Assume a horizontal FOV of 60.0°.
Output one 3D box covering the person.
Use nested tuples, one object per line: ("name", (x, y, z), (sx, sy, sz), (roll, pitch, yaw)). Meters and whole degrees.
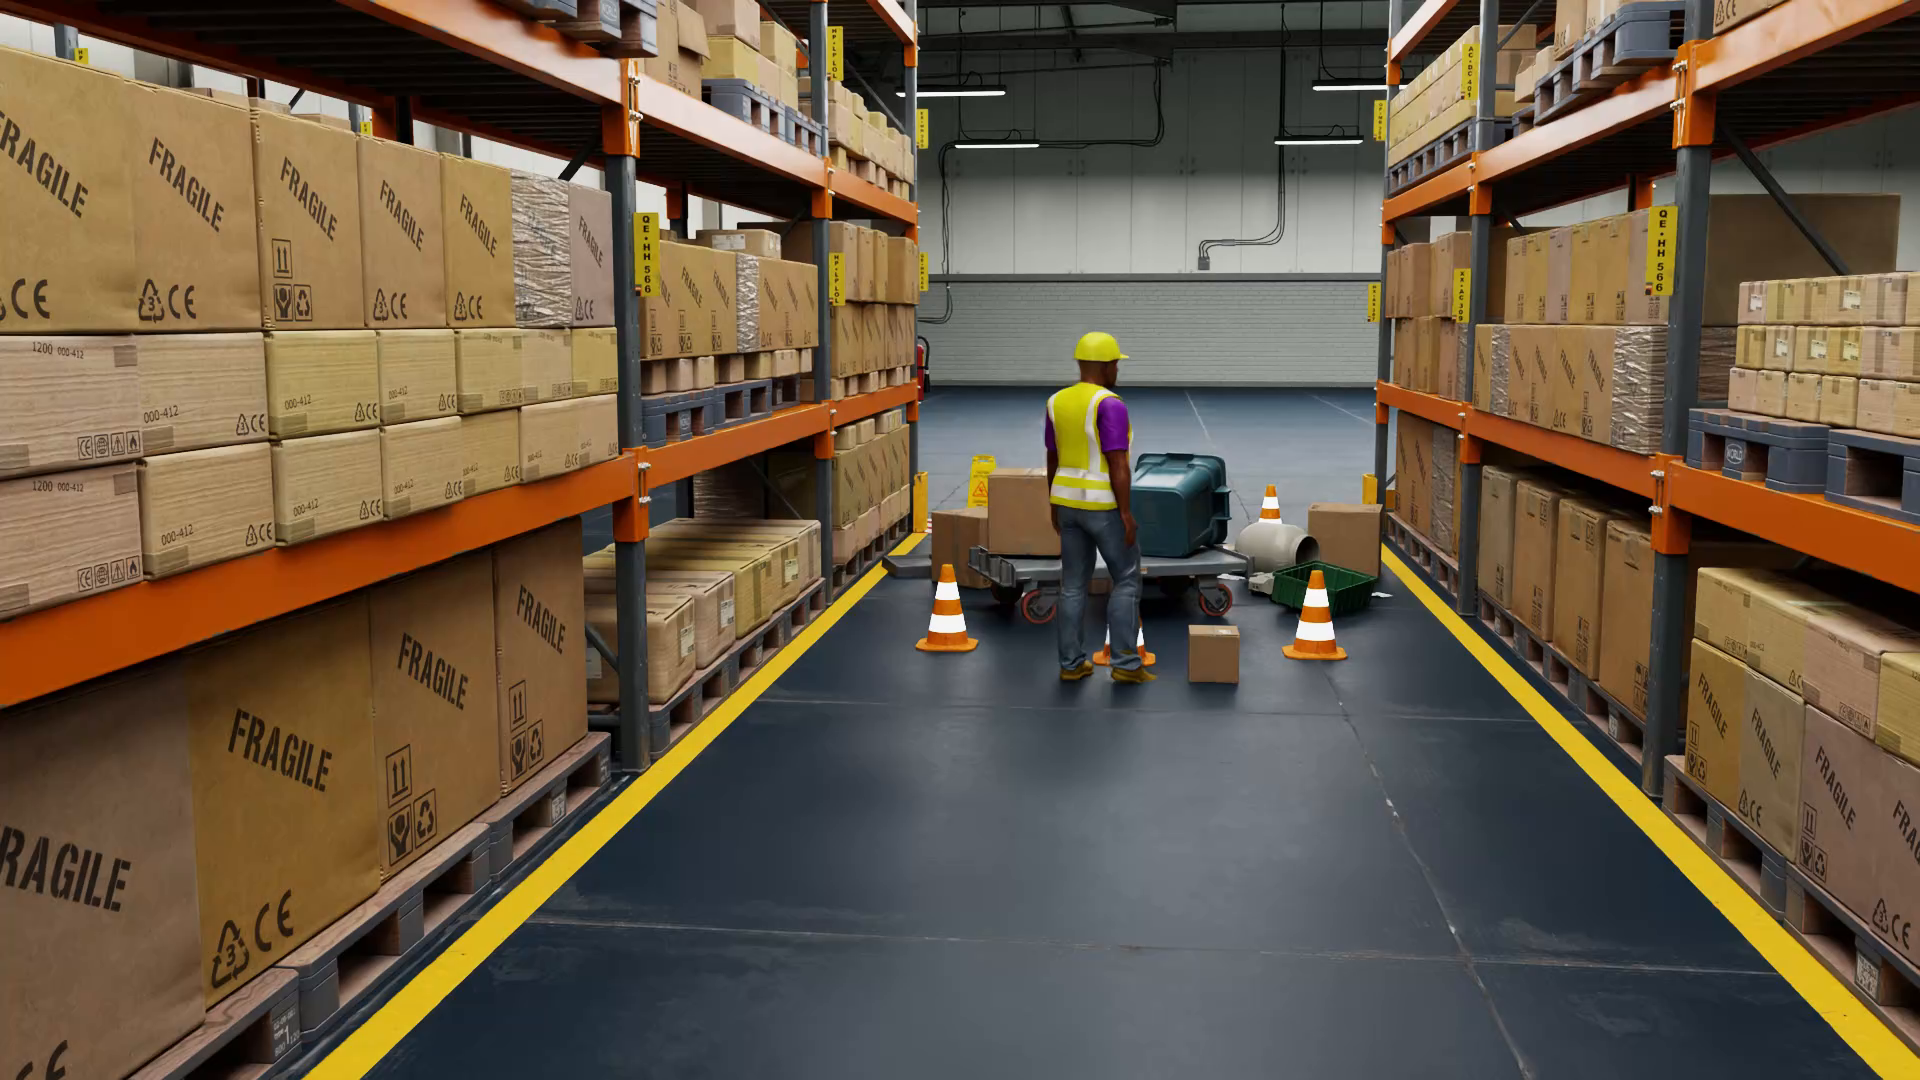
("person", (0.709, -0.149, 8.451), (0.491, 1.802, 0.651), (-7, 10, -42))
